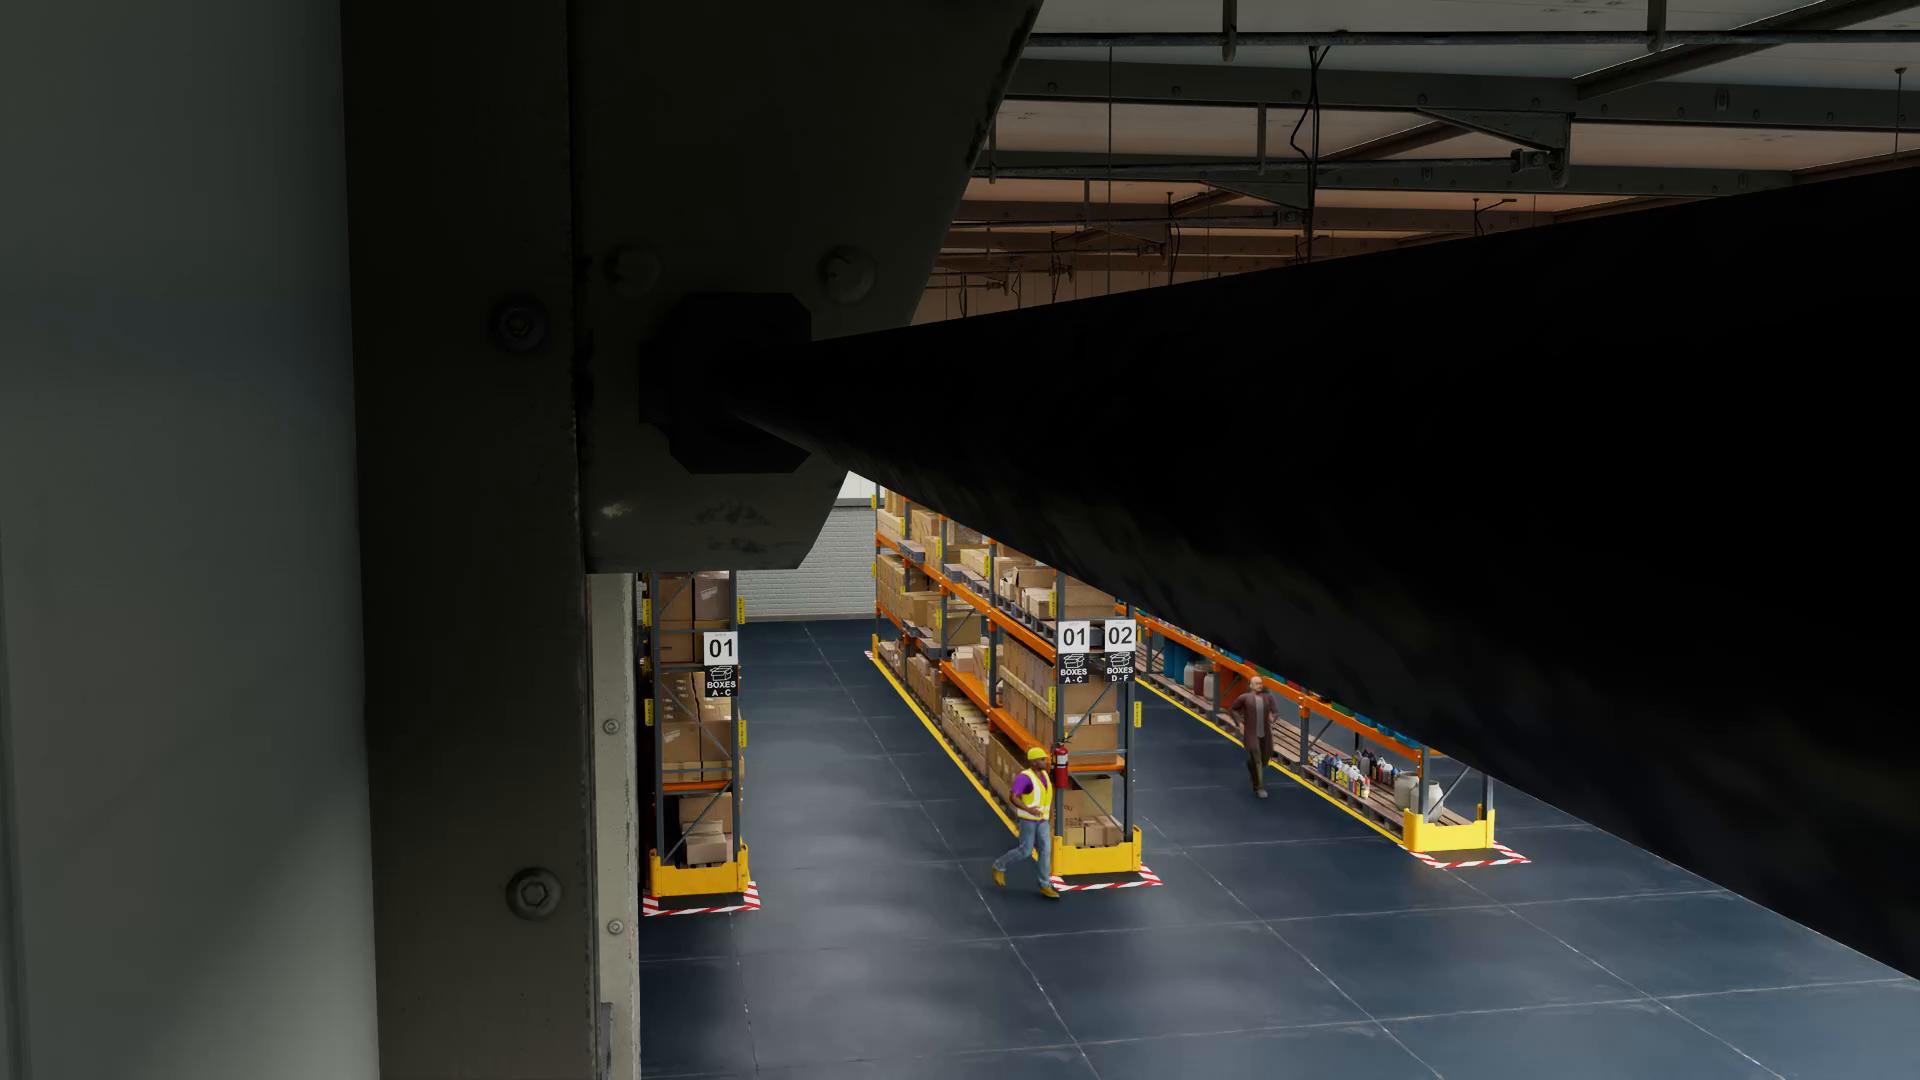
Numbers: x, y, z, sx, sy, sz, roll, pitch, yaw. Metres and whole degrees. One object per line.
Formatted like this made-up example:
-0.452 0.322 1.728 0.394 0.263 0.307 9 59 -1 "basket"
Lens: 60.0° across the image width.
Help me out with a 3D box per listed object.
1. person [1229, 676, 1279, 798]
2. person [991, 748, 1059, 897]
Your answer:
4.416 2.905 24.830 0.719 1.752 0.980 -1 6 -13 "person"
0.919 3.386 20.183 0.962 1.727 0.764 5 8 40 "person"
